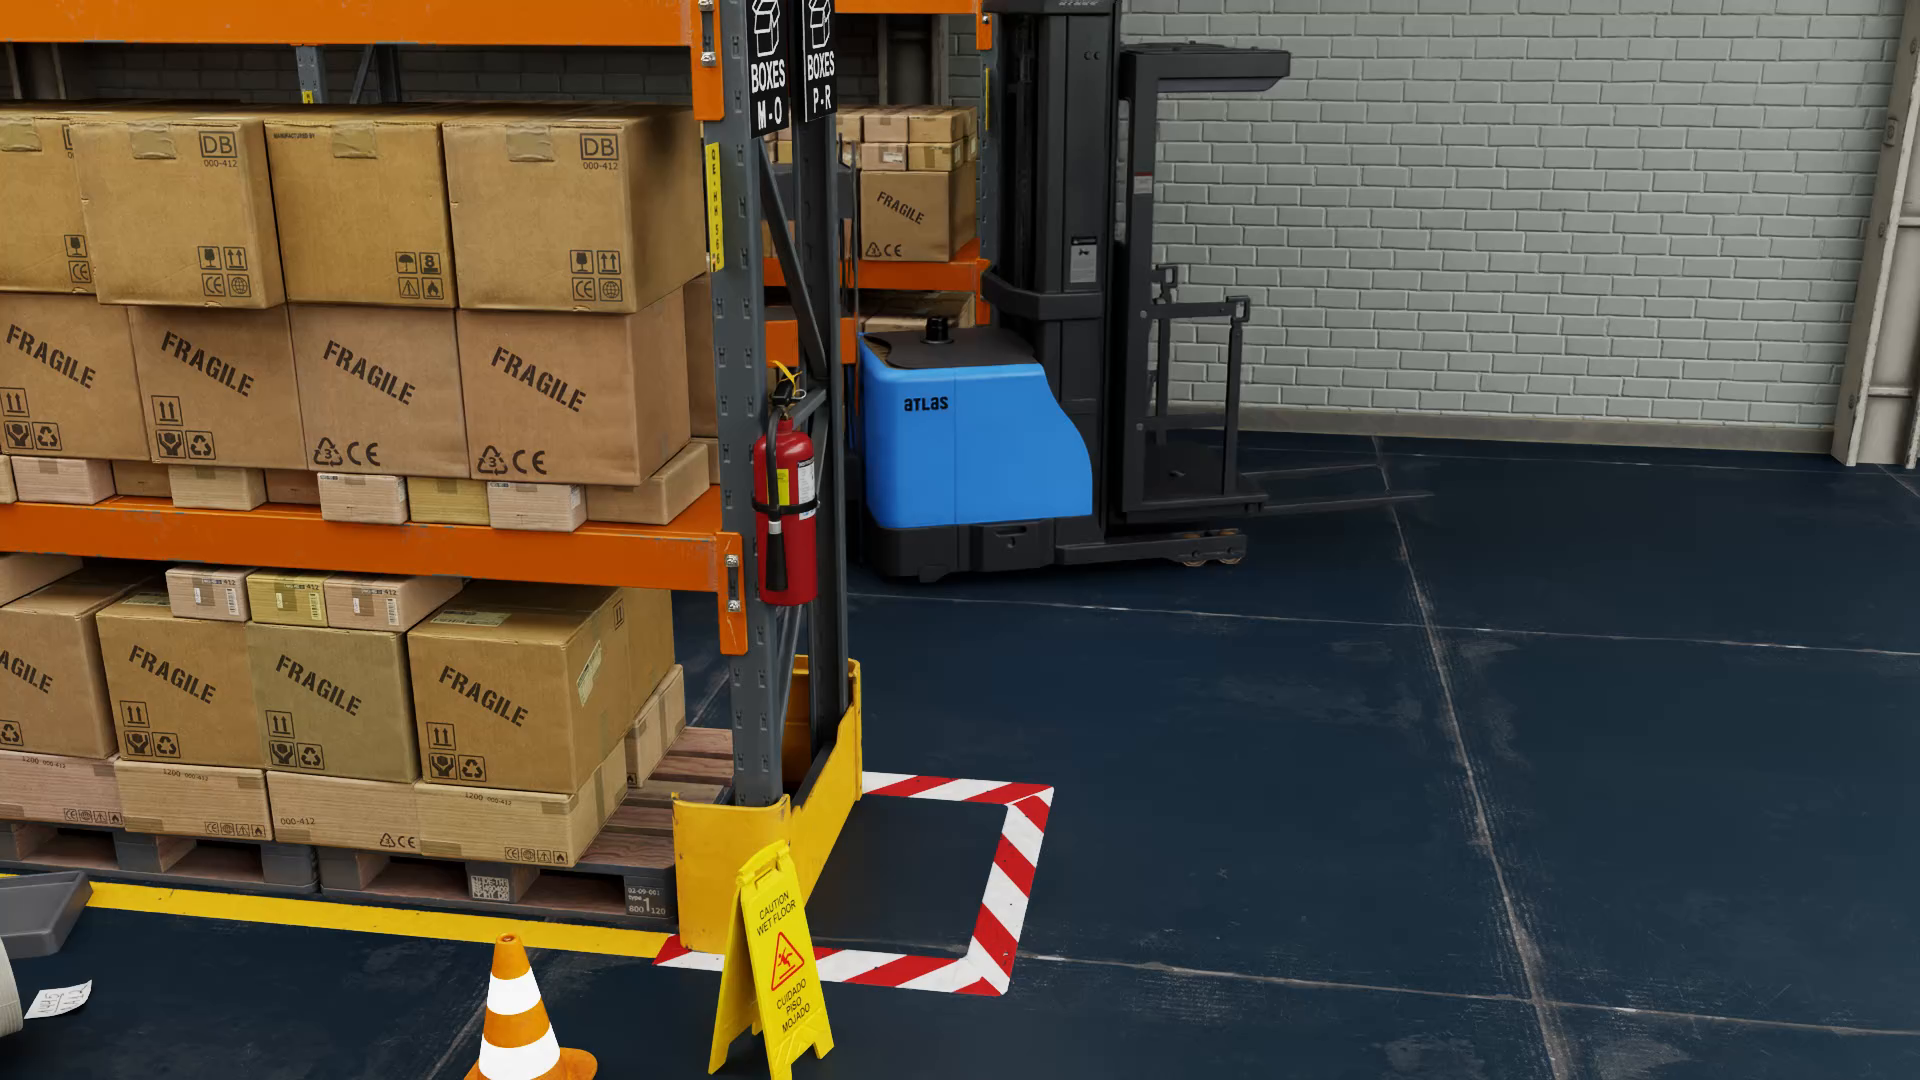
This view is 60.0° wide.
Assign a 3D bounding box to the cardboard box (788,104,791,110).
[{"bbox_3d":[-1.069,-2.534,10.000,0.250,0.149,0.380,4,19,10],"label":"cardboard box"}]

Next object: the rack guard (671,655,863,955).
[{"bbox_3d":[-0.608,0.838,5.510,0.348,0.500,1.175,3,19,9],"label":"rack guard"}]

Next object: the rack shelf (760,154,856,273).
[{"bbox_3d":[-0.780,-1.571,8.027,0.480,0.518,0.431,-4,19,-13],"label":"rack shelf"}]

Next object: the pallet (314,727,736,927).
[{"bbox_3d":[-1.405,0.923,5.711,1.213,0.211,1.003,3,19,9],"label":"pallet"}]

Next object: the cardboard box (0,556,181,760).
[{"bbox_3d":[-2.901,0.369,5.464,0.500,0.500,0.500,4,19,12],"label":"cardboard box"}]

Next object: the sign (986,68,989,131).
[{"bbox_3d":[0.151,-2.391,9.023,0.005,0.325,0.100,3,19,9],"label":"sign"}]

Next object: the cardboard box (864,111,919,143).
[{"bbox_3d":[-0.385,-2.349,9.449,0.250,0.149,0.380,3,19,9],"label":"cardboard box"}]

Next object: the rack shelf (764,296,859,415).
[{"bbox_3d":[-0.780,-0.907,8.249,0.480,0.518,0.431,-4,19,-13],"label":"rack shelf"}]

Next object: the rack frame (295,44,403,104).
[{"bbox_3d":[-3.699,-2.100,10.352,0.127,3.000,1.000,3,19,9],"label":"rack frame"}]

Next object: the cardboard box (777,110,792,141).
[{"bbox_3d":[-0.882,-2.390,9.570,0.250,0.149,0.380,3,19,9],"label":"cardboard box"}]

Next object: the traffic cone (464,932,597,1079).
[{"bbox_3d":[-1.162,1.242,4.362,0.334,0.463,0.336,3,19,9],"label":"traffic cone"}]

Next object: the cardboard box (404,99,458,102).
[{"bbox_3d":[-3.336,-2.675,10.421,0.250,0.149,0.380,3,19,9],"label":"cardboard box"}]

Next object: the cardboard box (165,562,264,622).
[{"bbox_3d":[-2.246,0.115,5.201,0.250,0.149,0.380,4,19,11],"label":"cardboard box"}]

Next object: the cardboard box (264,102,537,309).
[{"bbox_3d":[-1.571,-0.991,4.836,0.500,0.500,0.700,3,19,9],"label":"cardboard box"}]

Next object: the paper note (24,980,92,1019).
[{"bbox_3d":[-2.599,1.324,4.798,0.148,0.019,0.142,-3,19,-10],"label":"paper note"}]

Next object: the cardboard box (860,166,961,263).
[{"bbox_3d":[-0.277,-1.889,9.563,0.500,0.500,0.500,3,19,7],"label":"cardboard box"}]

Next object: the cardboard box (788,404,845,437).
[{"bbox_3d":[-0.753,-0.747,9.979,0.500,0.250,0.500,3,19,9],"label":"cardboard box"}]

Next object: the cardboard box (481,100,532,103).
[{"bbox_3d":[-2.831,-2.640,10.317,0.250,0.149,0.380,3,19,8],"label":"cardboard box"}]

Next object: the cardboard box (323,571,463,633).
[{"bbox_3d":[-1.739,0.142,5.119,0.250,0.149,0.380,3,19,10],"label":"cardboard box"}]

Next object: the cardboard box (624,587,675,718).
[{"bbox_3d":[-1.309,0.277,5.736,0.500,0.500,0.500,2,19,7],"label":"cardboard box"}]

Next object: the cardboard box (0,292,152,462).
[{"bbox_3d":[-2.597,-0.557,5.115,0.500,0.500,0.500,3,19,9],"label":"cardboard box"}]

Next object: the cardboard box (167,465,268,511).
[{"bbox_3d":[-2.210,-0.219,5.125,0.250,0.149,0.380,3,19,8],"label":"cardboard box"}]

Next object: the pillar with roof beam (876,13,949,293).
[{"bbox_3d":[-0.977,-3.712,5.716,0.400,9.000,9.100,3,19,9],"label":"pillar with roof beam"}]

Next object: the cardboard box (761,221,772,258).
[{"bbox_3d":[-1.294,-1.943,9.726,0.500,0.500,0.500,3,19,8],"label":"cardboard box"}]

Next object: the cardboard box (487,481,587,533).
[{"bbox_3d":[-1.204,-0.154,4.932,0.250,0.149,0.380,3,19,8],"label":"cardboard box"}]

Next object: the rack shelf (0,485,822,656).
[{"bbox_3d":[-2.508,-0.103,5.517,4.000,0.370,1.077,3,19,9],"label":"rack shelf"}]

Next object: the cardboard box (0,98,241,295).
[{"bbox_3d":[-2.561,-1.053,5.021,0.500,0.500,0.700,3,19,8],"label":"cardboard box"}]

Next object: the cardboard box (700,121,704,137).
[{"bbox_3d":[-1.413,-2.380,9.539,0.250,0.149,0.380,3,19,10],"label":"cardboard box"}]

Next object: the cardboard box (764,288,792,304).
[{"bbox_3d":[-1.180,-1.404,10.368,0.500,0.250,0.500,3,19,8],"label":"cardboard box"}]

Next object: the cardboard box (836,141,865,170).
[{"bbox_3d":[-0.640,-2.219,9.528,0.250,0.149,0.380,3,19,10],"label":"cardboard box"}]

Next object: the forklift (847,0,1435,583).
[{"bbox_3d":[0.972,-1.410,8.399,3.031,2.935,1.130,-4,19,-13],"label":"forklift"}]

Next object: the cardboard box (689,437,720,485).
[{"bbox_3d":[-0.836,-0.306,5.387,0.250,0.149,0.380,3,19,9],"label":"cardboard box"}]

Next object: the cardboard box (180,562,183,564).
[{"bbox_3d":[-2.849,0.200,5.966,0.500,0.500,0.500,4,19,12],"label":"cardboard box"}]

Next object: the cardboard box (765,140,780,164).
[{"bbox_3d":[-1.154,-2.234,9.572,0.250,0.149,0.380,2,19,7],"label":"cardboard box"}]

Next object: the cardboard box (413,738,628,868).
[{"bbox_3d":[-1.398,0.804,5.345,0.500,0.250,0.500,3,19,8],"label":"cardboard box"}]

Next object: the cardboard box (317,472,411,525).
[{"bbox_3d":[-1.713,-0.177,5.001,0.250,0.149,0.380,3,19,10],"label":"cardboard box"}]

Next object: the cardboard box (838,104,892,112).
[{"bbox_3d":[-0.563,-2.511,9.932,0.250,0.149,0.380,3,19,10],"label":"cardboard box"}]

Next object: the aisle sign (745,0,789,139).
[{"bbox_3d":[-0.518,-1.482,4.409,0.004,0.787,0.394,3,19,9],"label":"aisle sign"}]

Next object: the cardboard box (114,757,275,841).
[{"bbox_3d":[-2.402,0.752,5.500,0.500,0.250,0.500,2,19,7],"label":"cardboard box"}]

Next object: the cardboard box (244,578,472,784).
[{"bbox_3d":[-1.881,0.422,5.305,0.500,0.500,0.500,4,19,11],"label":"cardboard box"}]

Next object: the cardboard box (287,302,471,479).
[{"bbox_3d":[-1.606,-0.500,4.942,0.500,0.500,0.500,3,19,9],"label":"cardboard box"}]

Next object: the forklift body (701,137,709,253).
[{"bbox_3d":[-1.911,-1.020,8.462,1.214,2.155,2.313,3,19,9],"label":"forklift body"}]

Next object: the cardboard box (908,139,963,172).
[{"bbox_3d":[-0.136,-2.183,9.421,0.250,0.149,0.380,3,19,9],"label":"cardboard box"}]

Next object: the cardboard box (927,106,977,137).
[{"bbox_3d":[-0.047,-2.479,9.835,0.250,0.149,0.380,3,19,8],"label":"cardboard box"}]

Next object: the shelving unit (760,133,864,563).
[{"bbox_3d":[-0.780,-0.920,8.245,0.503,2.100,0.431,-4,19,-13],"label":"shelving unit"}]

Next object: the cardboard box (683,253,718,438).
[{"bbox_3d":[-0.957,-0.643,5.370,0.500,0.500,0.500,3,19,8],"label":"cardboard box"}]

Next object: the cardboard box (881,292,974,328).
[{"bbox_3d":[-0.194,-1.352,10.211,0.500,0.250,0.500,3,19,8],"label":"cardboard box"}]

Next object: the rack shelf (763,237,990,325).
[{"bbox_3d":[-1.724,-1.658,10.165,4.000,0.370,1.077,3,19,9],"label":"rack shelf"}]

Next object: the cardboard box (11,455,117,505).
[{"bbox_3d":[-2.708,-0.238,5.183,0.250,0.149,0.380,3,19,8],"label":"cardboard box"}]

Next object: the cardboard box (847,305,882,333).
[{"bbox_3d":[-0.759,-1.217,9.810,0.500,0.250,0.500,3,19,10],"label":"cardboard box"}]

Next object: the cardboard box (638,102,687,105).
[{"bbox_3d":[-1.831,-2.578,10.131,0.250,0.149,0.380,3,19,10],"label":"cardboard box"}]

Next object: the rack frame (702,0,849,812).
[{"bbox_3d":[-0.533,-0.343,5.102,0.127,3.000,1.000,3,19,9],"label":"rack frame"}]

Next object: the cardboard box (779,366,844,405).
[{"bbox_3d":[-0.773,-0.986,9.907,0.500,0.250,0.500,3,19,8],"label":"cardboard box"}]

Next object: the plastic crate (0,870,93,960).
[{"bbox_3d":[-3.062,1.176,5.163,0.583,0.080,0.402,-3,19,-10],"label":"plastic crate"}]

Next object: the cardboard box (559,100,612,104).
[{"bbox_3d":[-2.321,-2.628,10.280,0.250,0.149,0.380,3,19,8],"label":"cardboard box"}]
